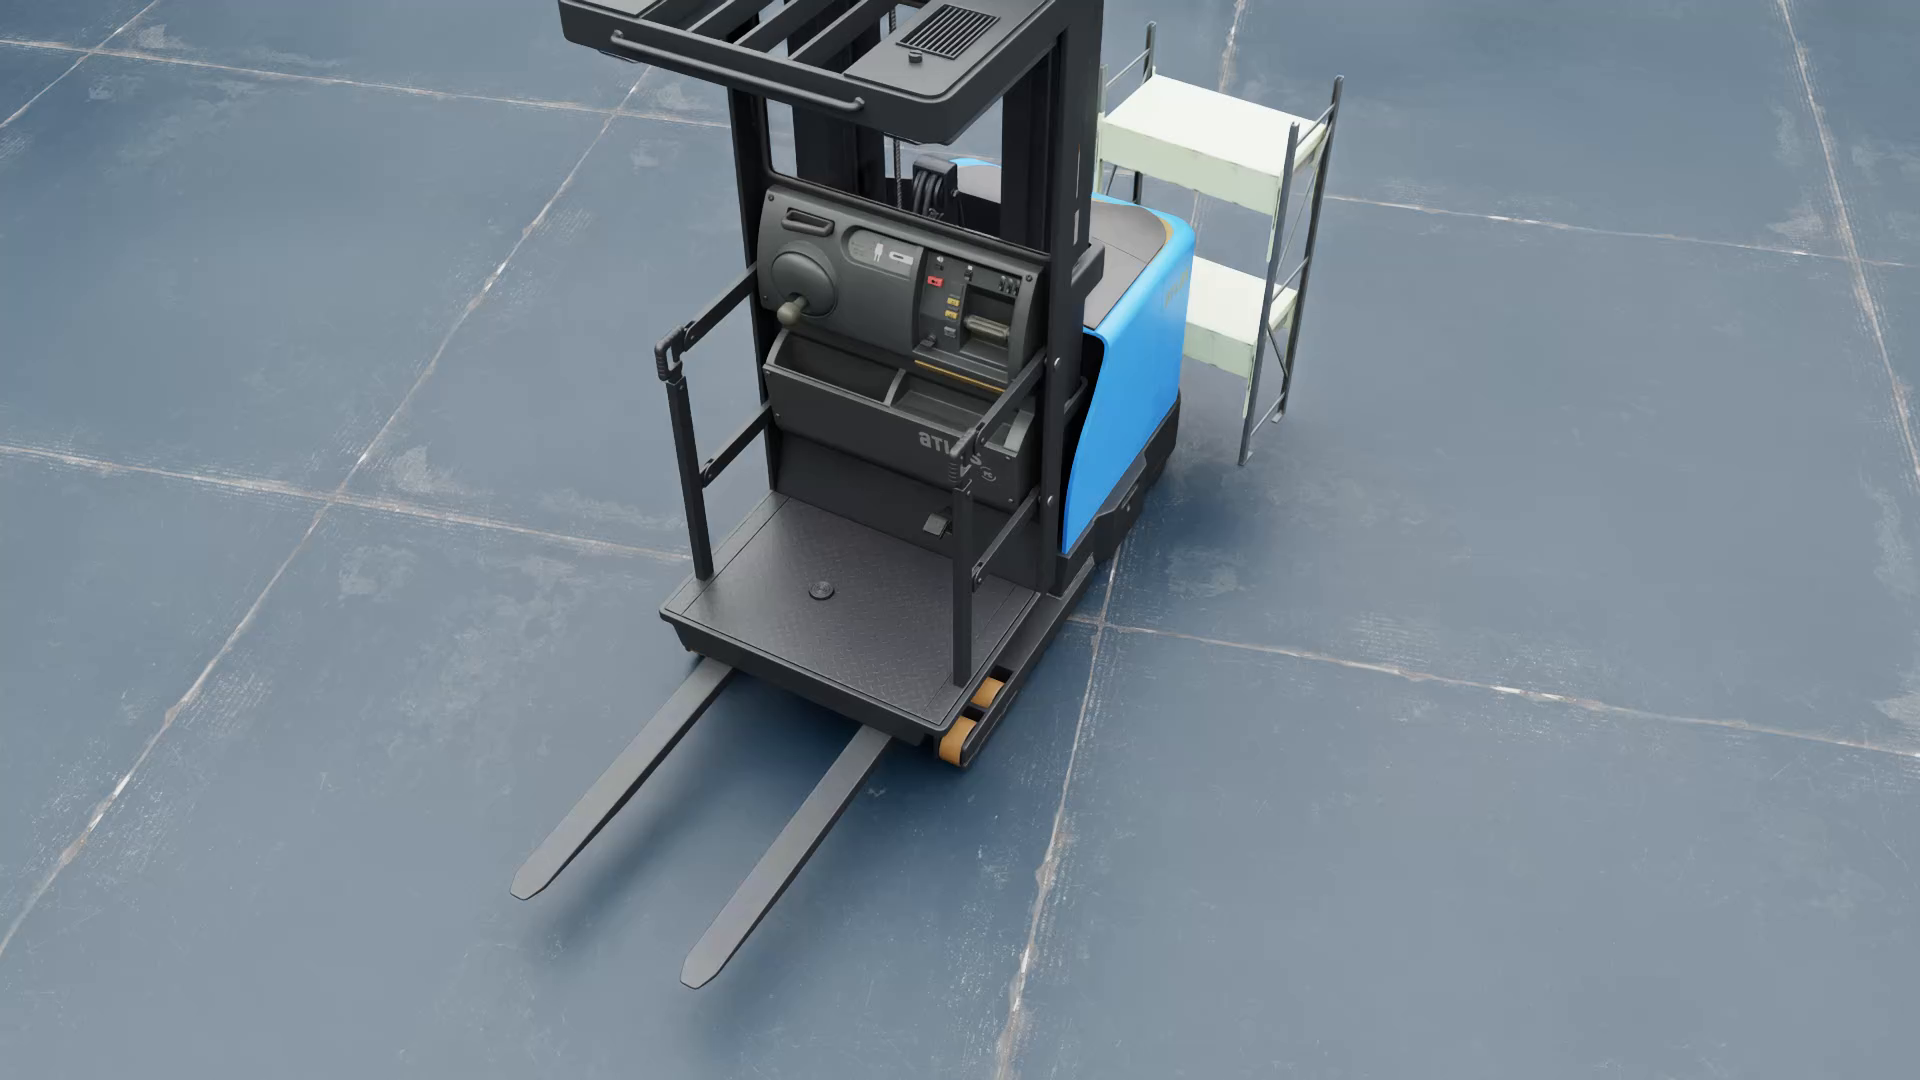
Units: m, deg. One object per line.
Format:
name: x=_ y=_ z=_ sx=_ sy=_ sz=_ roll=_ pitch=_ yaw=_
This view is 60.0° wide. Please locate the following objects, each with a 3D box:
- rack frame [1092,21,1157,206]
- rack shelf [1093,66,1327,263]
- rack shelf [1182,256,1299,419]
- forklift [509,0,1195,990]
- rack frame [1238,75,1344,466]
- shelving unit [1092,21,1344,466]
rack frame: x=0.597 y=-1.226 z=6.442 sx=0.023 sy=1.500 sz=0.400 roll=24 pitch=49 yaw=23
rack shelf: x=0.905 y=-1.370 z=6.029 sx=0.720 sy=0.370 sz=0.431 roll=24 pitch=49 yaw=23
rack shelf: x=0.905 y=-0.853 z=6.525 sx=0.720 sy=0.370 sz=0.431 roll=24 pitch=49 yaw=23
forklift: x=-0.300 y=-0.676 z=4.839 sx=1.130 sy=2.935 sz=3.031 roll=21 pitch=48 yaw=20
rack frame: x=1.213 y=-0.951 z=6.157 sx=0.023 sy=1.500 sz=0.400 roll=24 pitch=49 yaw=23
shelving unit: x=0.905 y=-1.088 z=6.299 sx=0.755 sy=1.500 sz=0.431 roll=24 pitch=49 yaw=23
